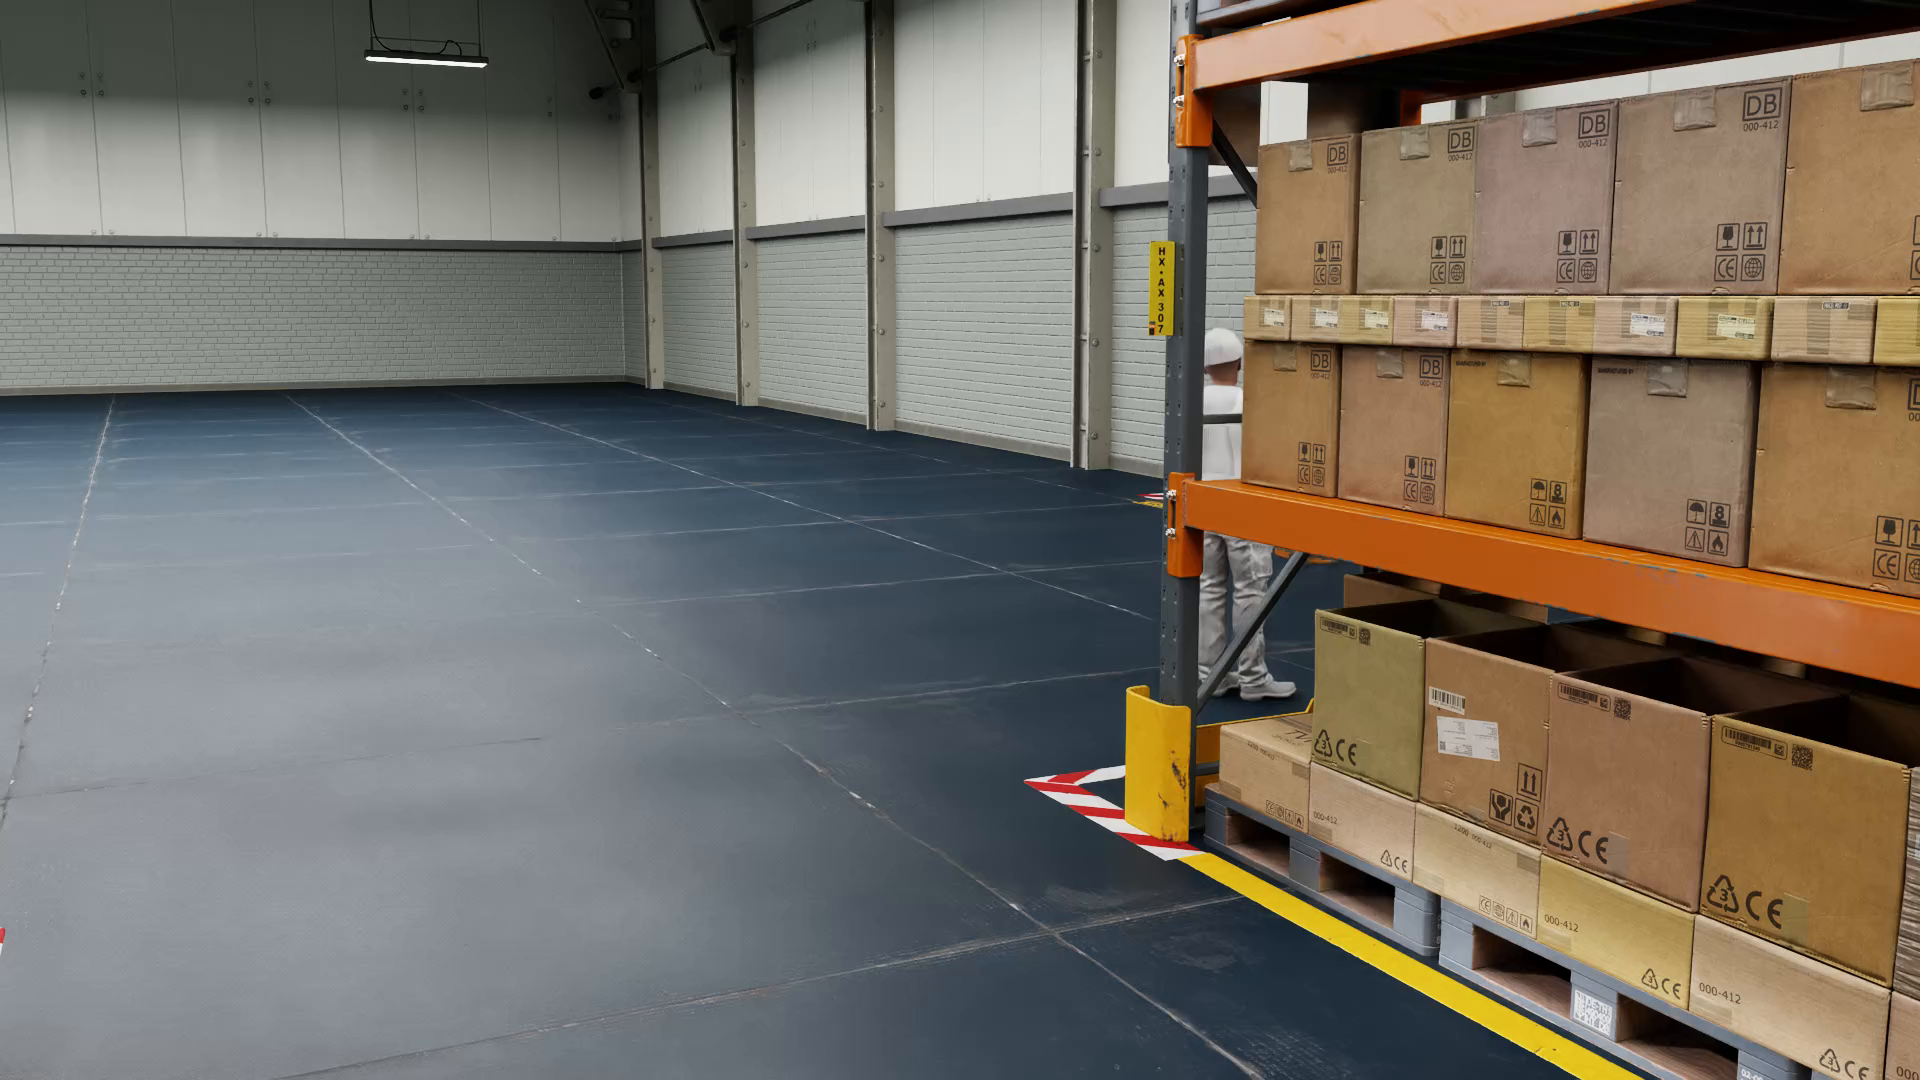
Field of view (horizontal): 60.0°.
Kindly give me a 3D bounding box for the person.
[{"bbox_3d":[1.328,-0.131,8.078,0.586,1.791,0.468,6,11,37],"label":"person"}]
